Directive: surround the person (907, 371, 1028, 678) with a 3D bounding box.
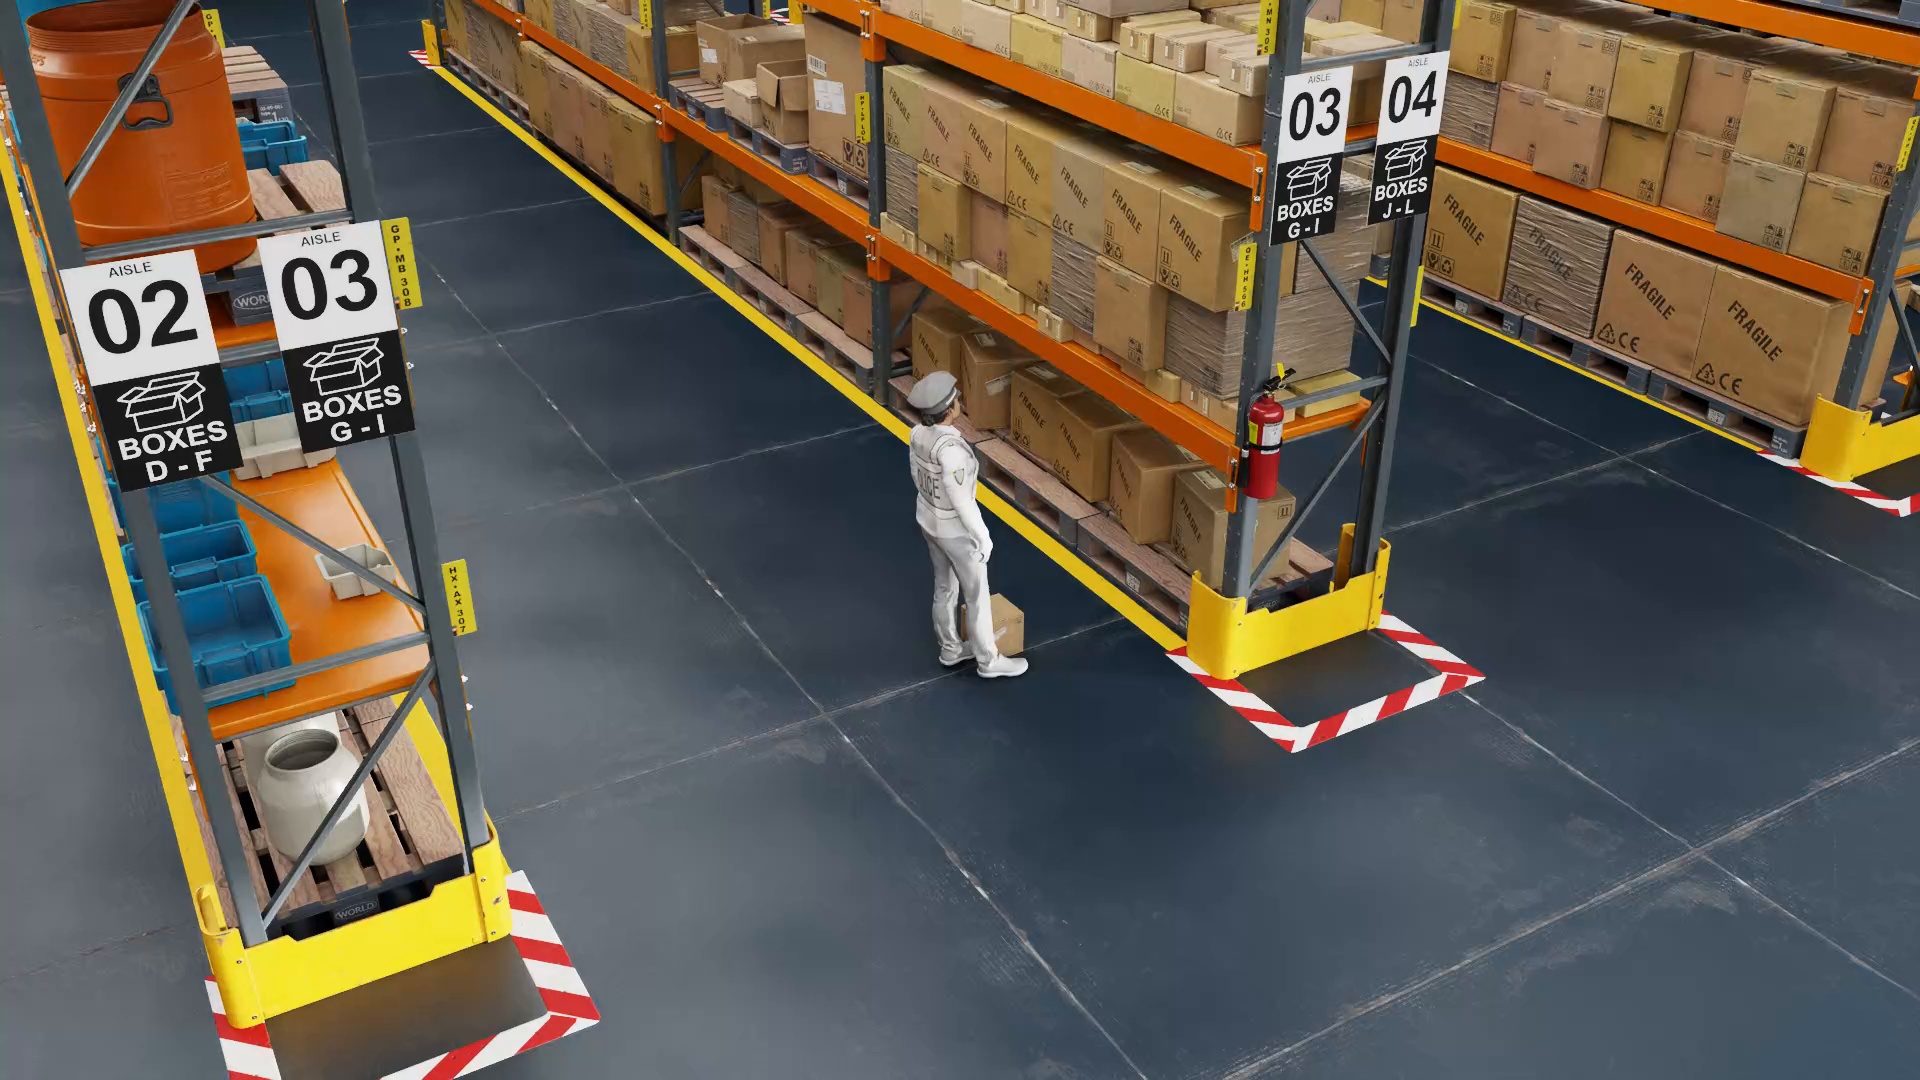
[{"bbox_3d":[0.012,-0.089,8.661,0.533,1.697,0.588,-16,33,-26],"label":"person"}]
